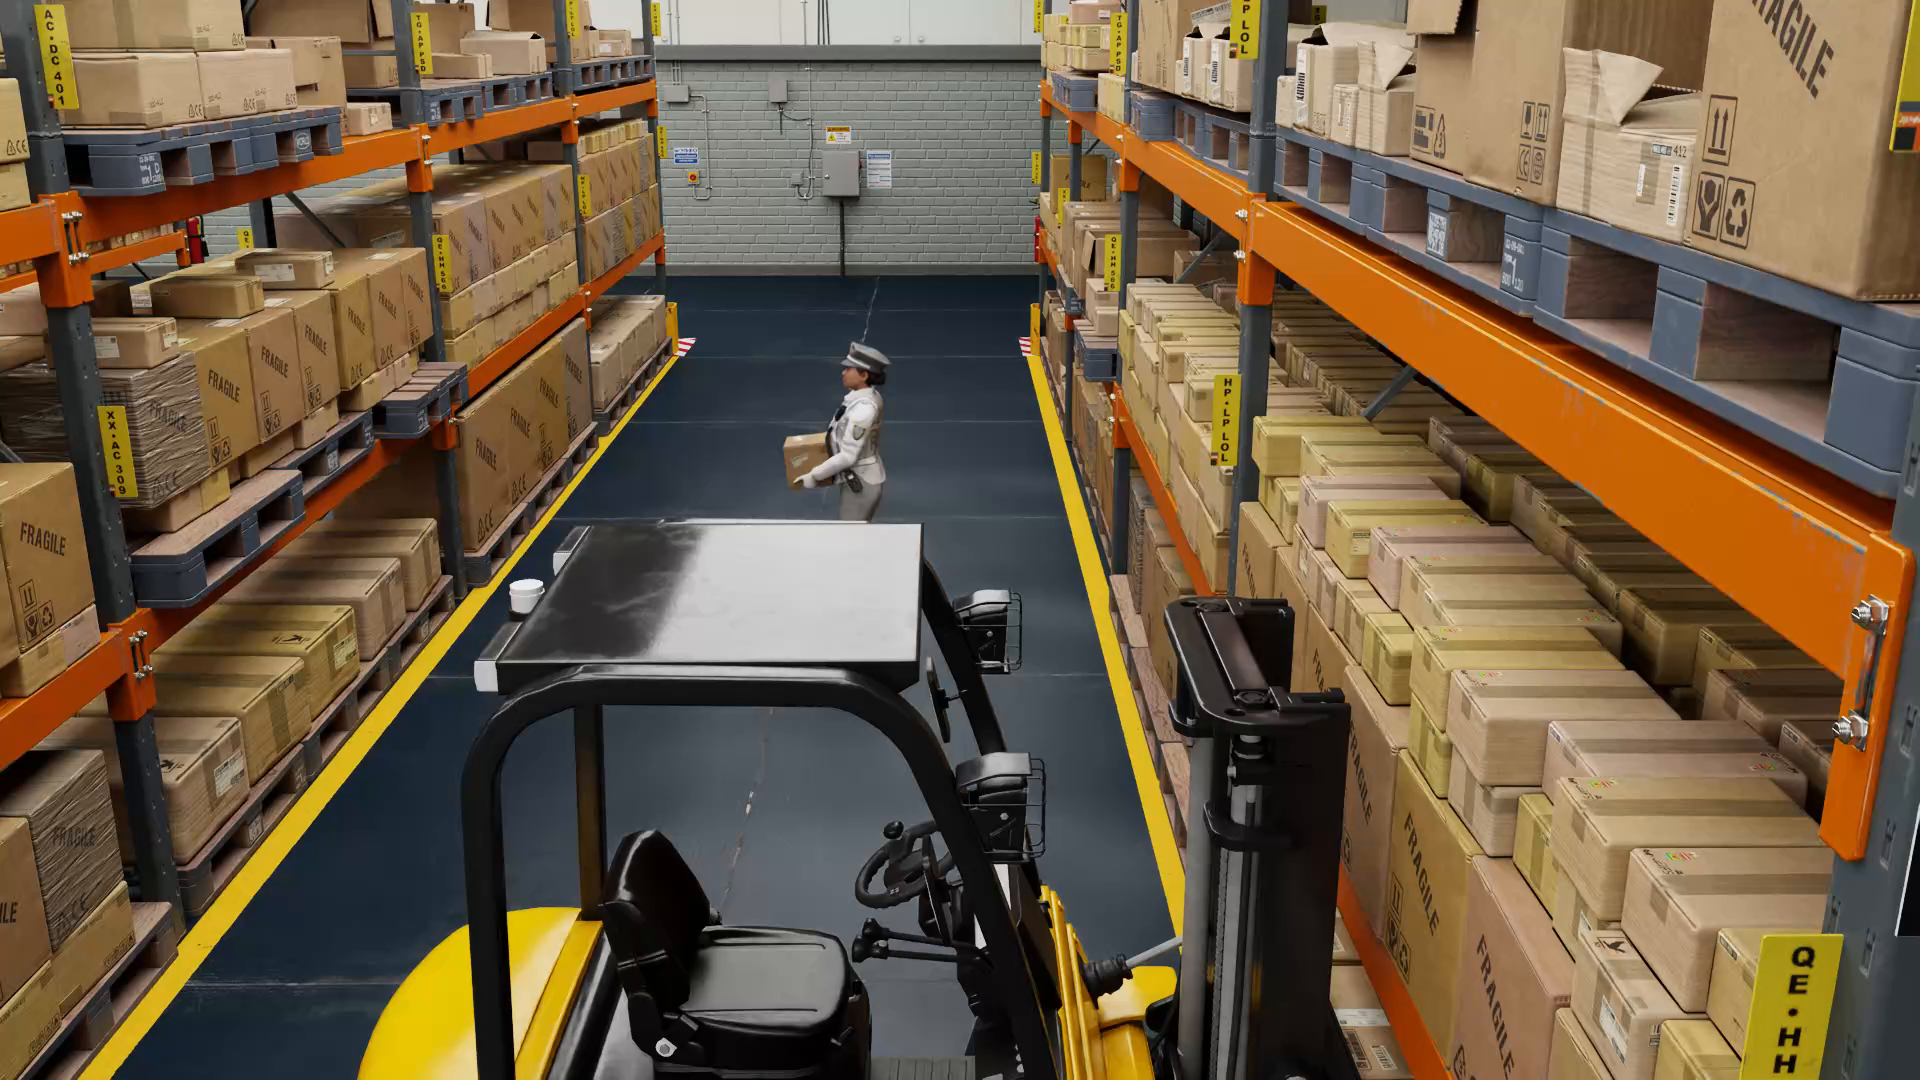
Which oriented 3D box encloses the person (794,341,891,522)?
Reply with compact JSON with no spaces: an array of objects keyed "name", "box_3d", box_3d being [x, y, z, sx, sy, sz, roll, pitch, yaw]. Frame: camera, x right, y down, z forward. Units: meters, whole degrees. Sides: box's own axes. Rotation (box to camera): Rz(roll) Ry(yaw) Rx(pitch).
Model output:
[{"name":"person","box_3d":[-0.656,-0.296,9.448,0.550,1.690,0.469,0,17,-1]}]
